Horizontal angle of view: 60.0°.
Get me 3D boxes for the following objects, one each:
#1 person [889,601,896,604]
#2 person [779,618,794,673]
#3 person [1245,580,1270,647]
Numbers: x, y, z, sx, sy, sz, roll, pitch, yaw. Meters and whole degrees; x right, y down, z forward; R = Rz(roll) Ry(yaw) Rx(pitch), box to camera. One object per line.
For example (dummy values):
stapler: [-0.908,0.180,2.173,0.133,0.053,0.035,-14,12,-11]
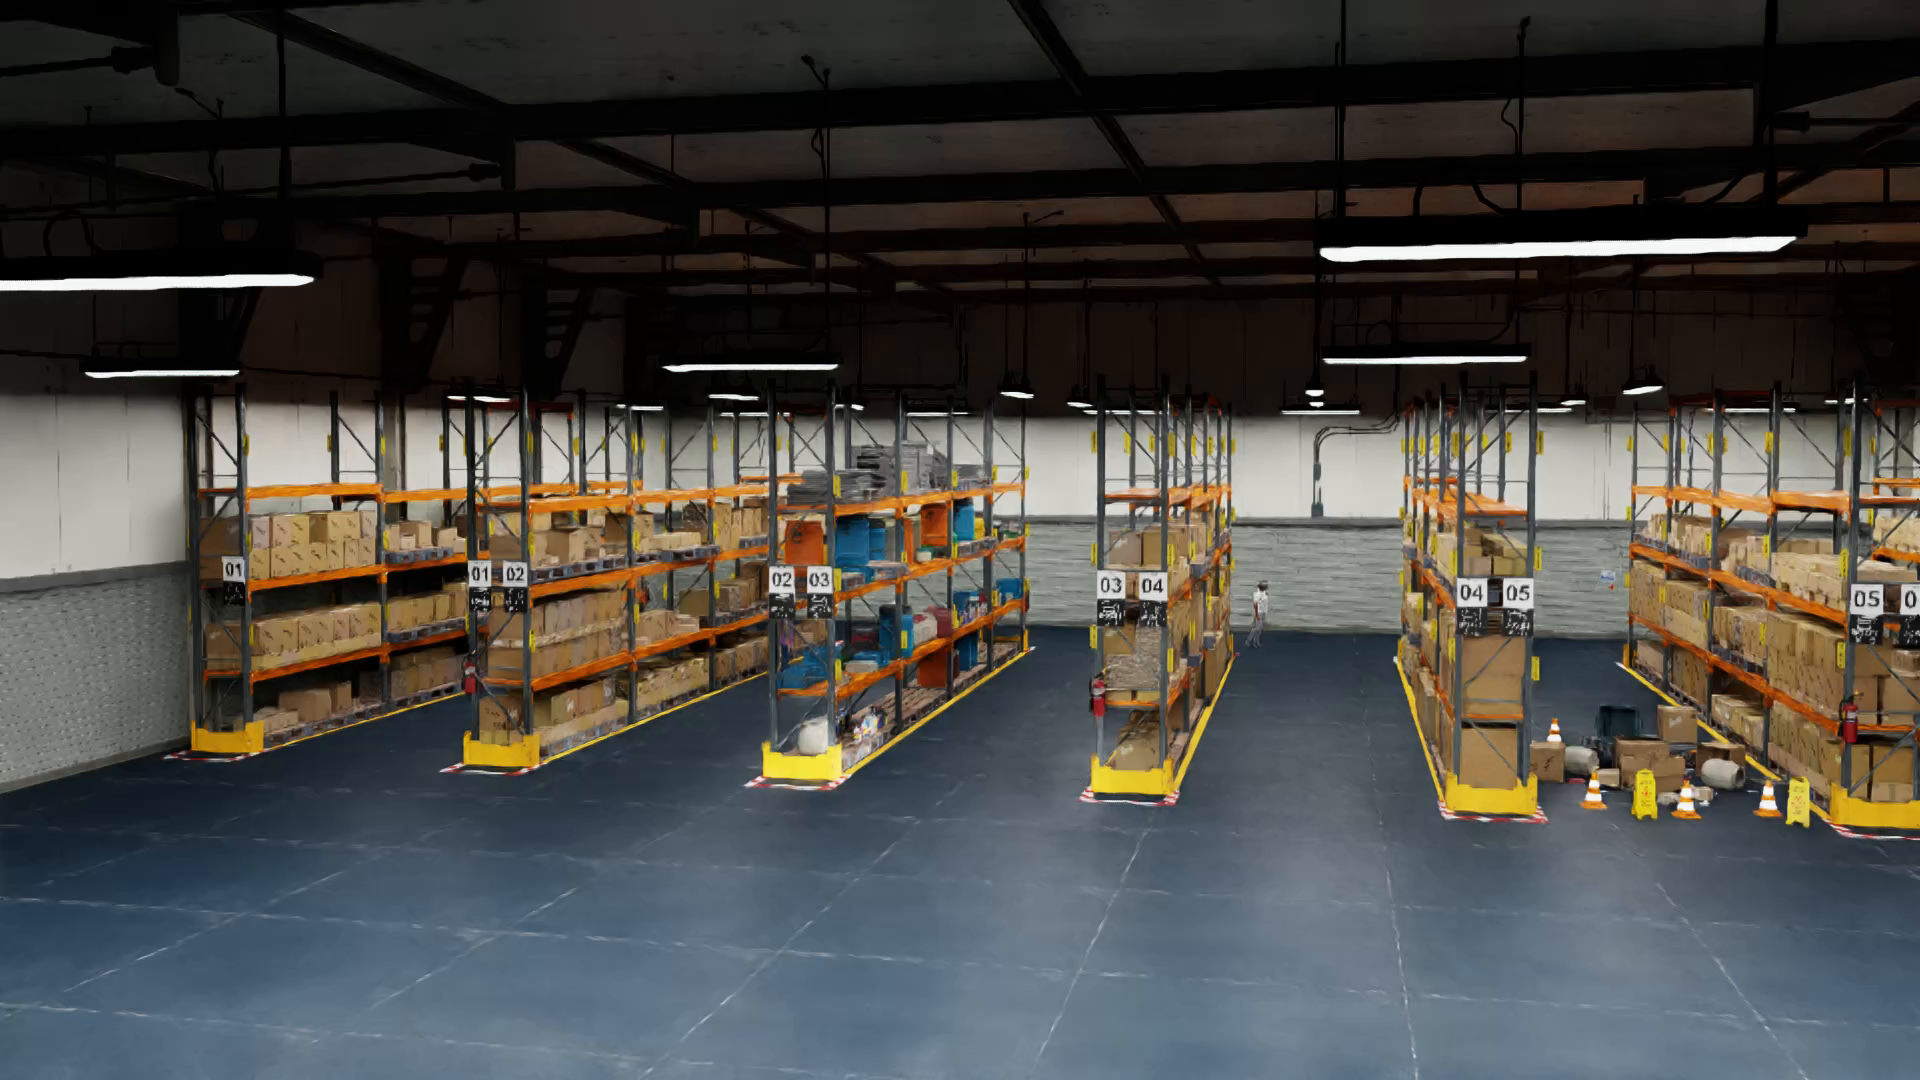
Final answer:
person: [-1.444,2.125,36.394,0.626,1.610,0.578,1,3,12]
person: [-3.624,2.192,34.869,0.347,1.600,0.533,-1,3,-9]
person: [7.339,1.818,41.073,0.458,1.654,0.627,3,4,43]
